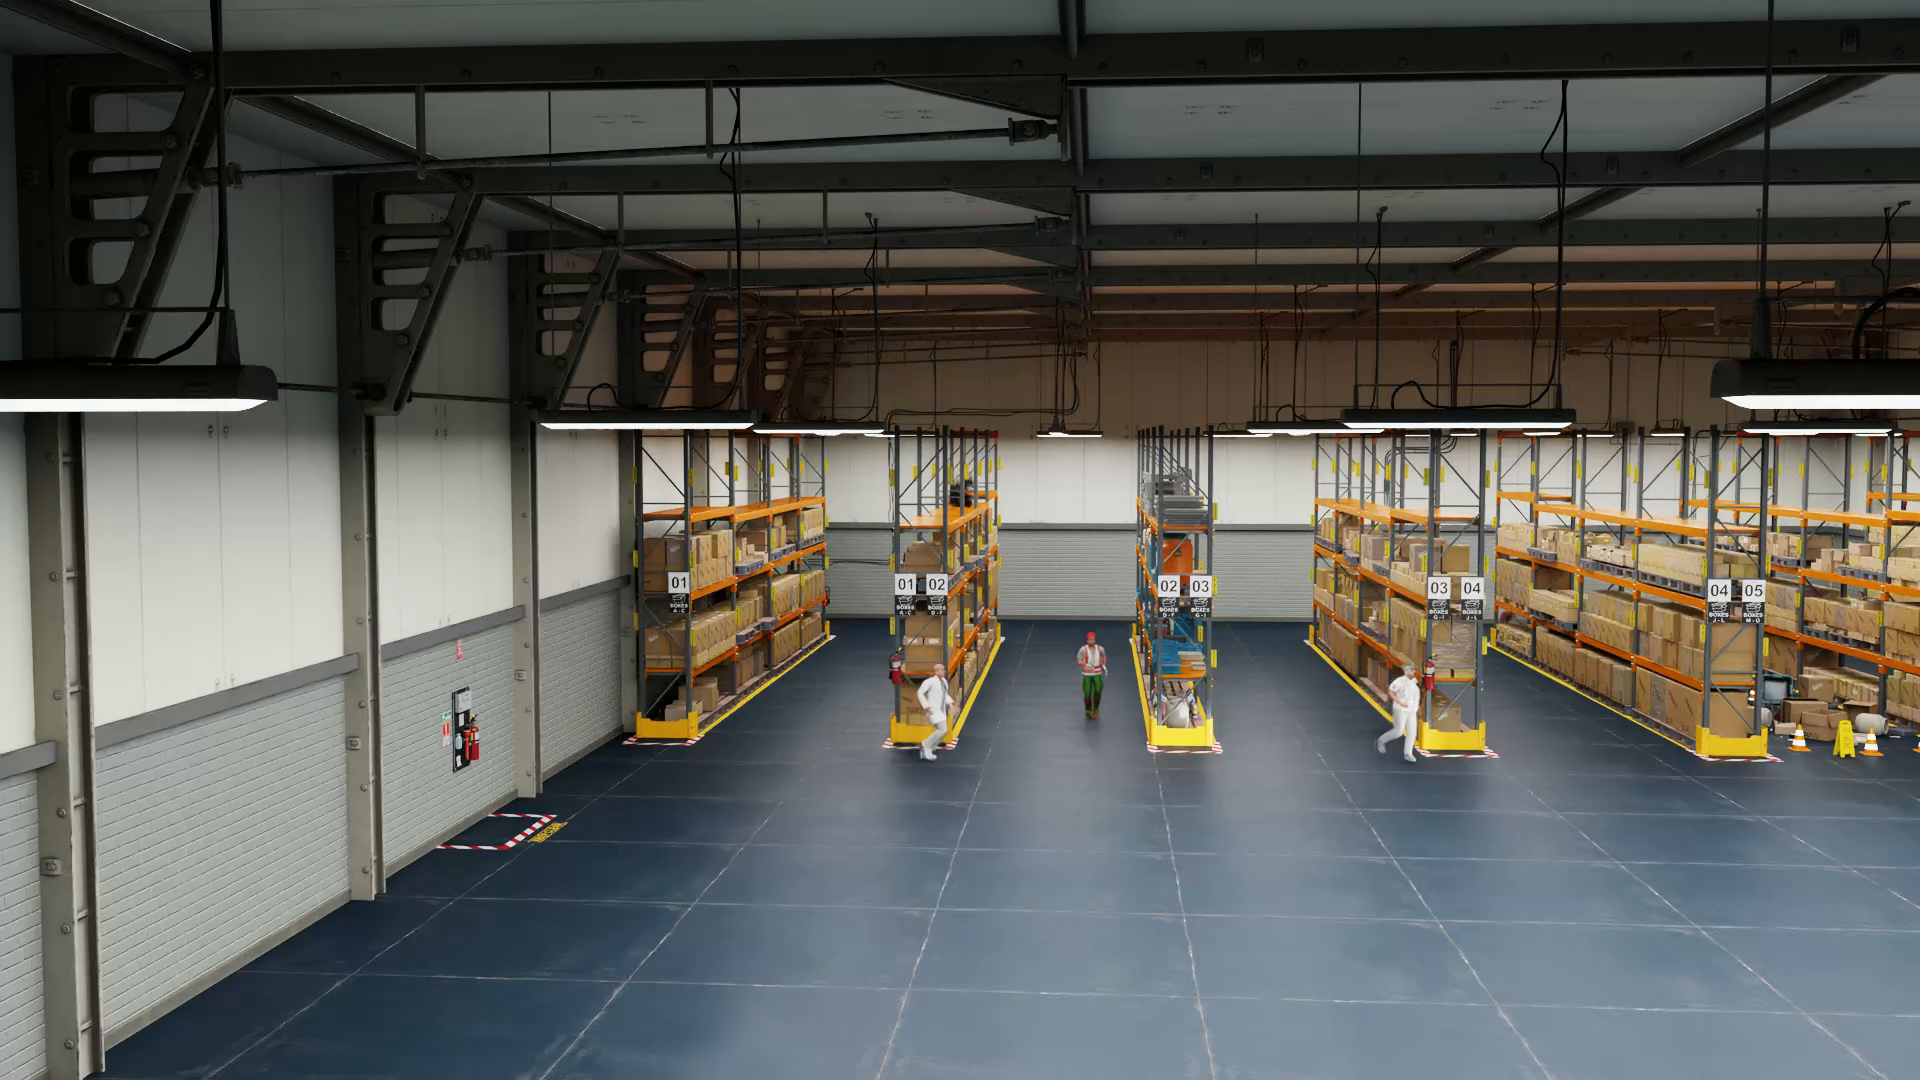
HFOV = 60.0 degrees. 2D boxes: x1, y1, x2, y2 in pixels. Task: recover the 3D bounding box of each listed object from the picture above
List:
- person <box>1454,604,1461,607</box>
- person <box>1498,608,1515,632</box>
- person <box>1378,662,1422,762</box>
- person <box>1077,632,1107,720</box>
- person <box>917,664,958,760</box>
[{"bbox_3d":[13.555,2.140,46.320,0.770,1.578,0.586,2,4,25],"label":"person"},{"bbox_3d":[15.610,2.047,47.566,0.869,1.608,0.636,3,5,43],"label":"person"},{"bbox_3d":[8.031,3.056,29.898,0.719,1.734,0.905,-2,4,-27],"label":"person"},{"bbox_3d":[2.717,2.782,34.090,0.643,1.796,0.805,0,3,-3],"label":"person"},{"bbox_3d":[-0.396,3.074,29.732,0.718,1.724,0.676,2,4,32],"label":"person"}]
